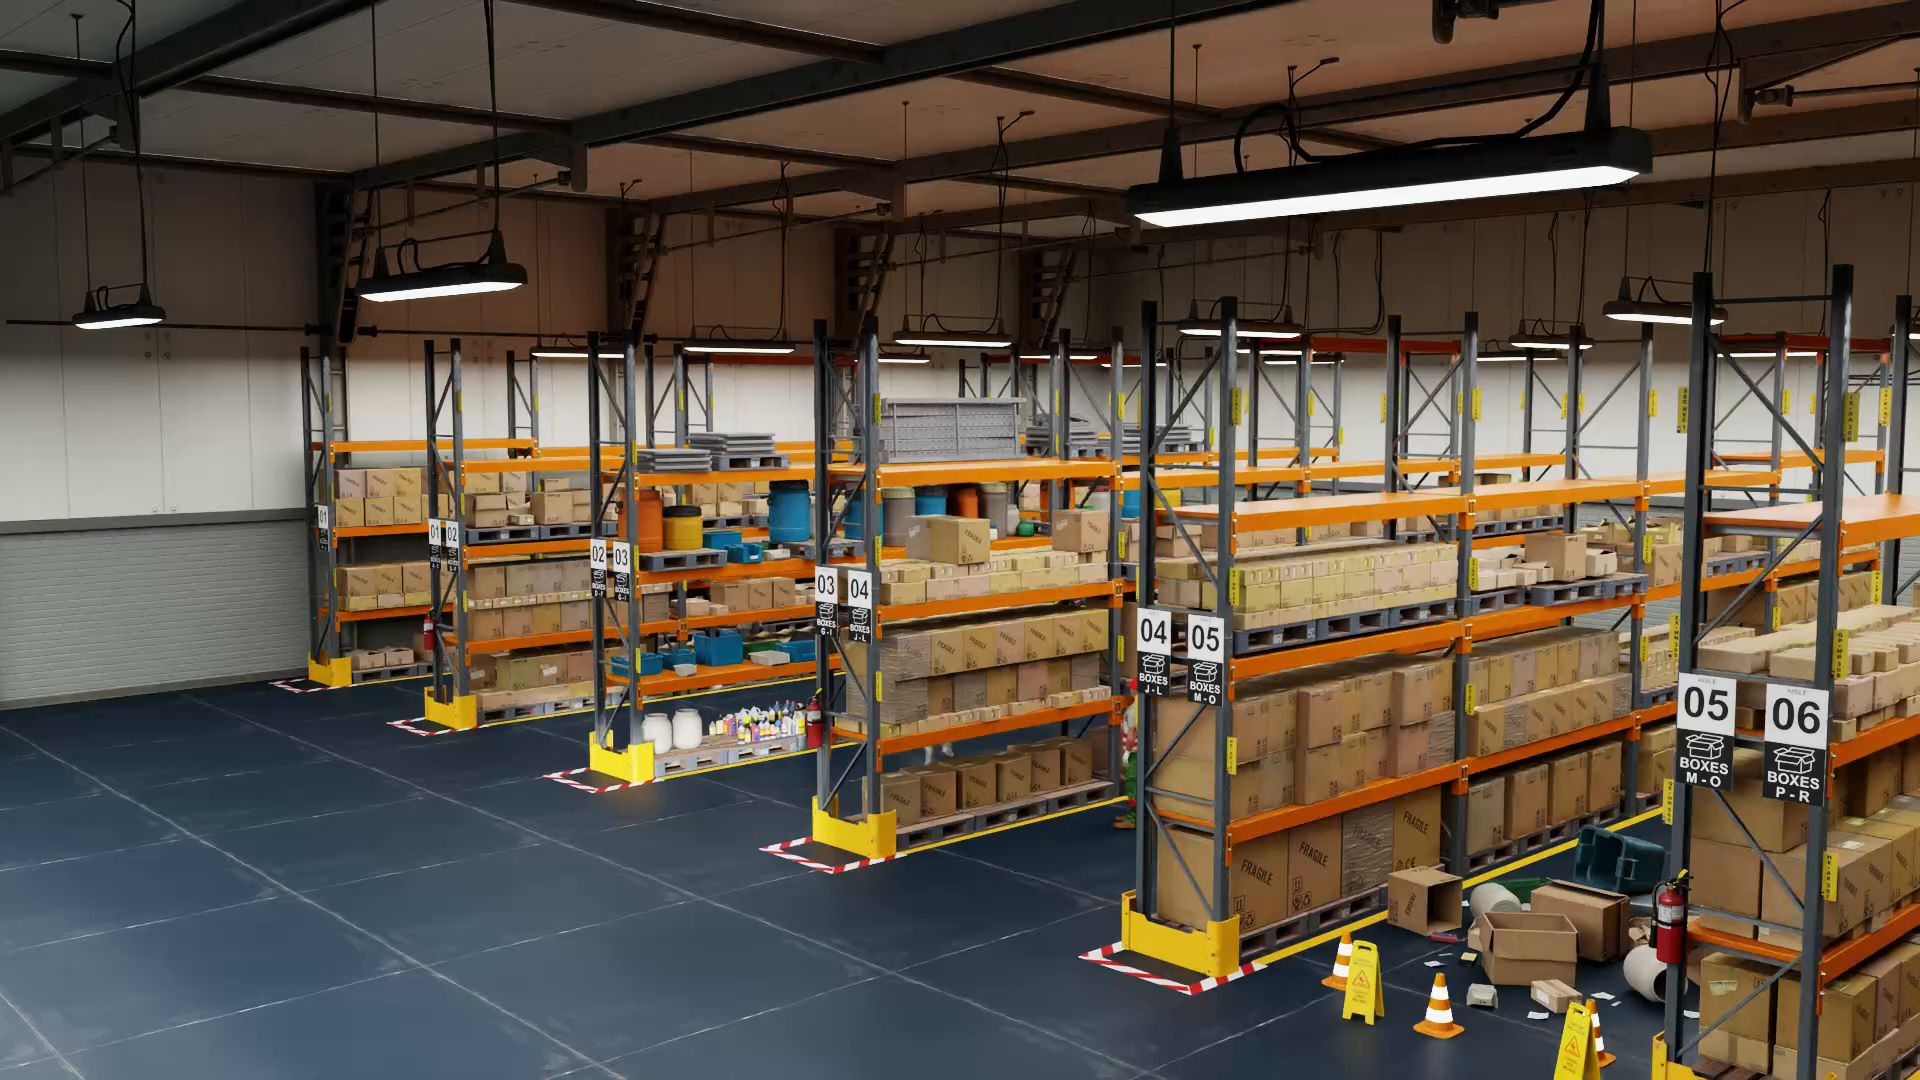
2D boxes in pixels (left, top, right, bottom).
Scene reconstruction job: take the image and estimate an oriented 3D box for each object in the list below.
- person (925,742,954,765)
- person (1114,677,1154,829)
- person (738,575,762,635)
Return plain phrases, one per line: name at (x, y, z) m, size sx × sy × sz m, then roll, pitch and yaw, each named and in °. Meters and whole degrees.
person at (-0.335, 2.344, 22.467) m, size 0.473 × 1.656 × 0.698 m, roll 0°, pitch 5°, yaw 4°
person at (2.080, 2.517, 19.918) m, size 0.456 × 1.785 × 0.593 m, roll 1°, pitch 5°, yaw 15°
person at (-4.019, 1.468, 31.960) m, size 0.510 × 1.776 × 0.622 m, roll 4°, pitch 6°, yaw 35°
